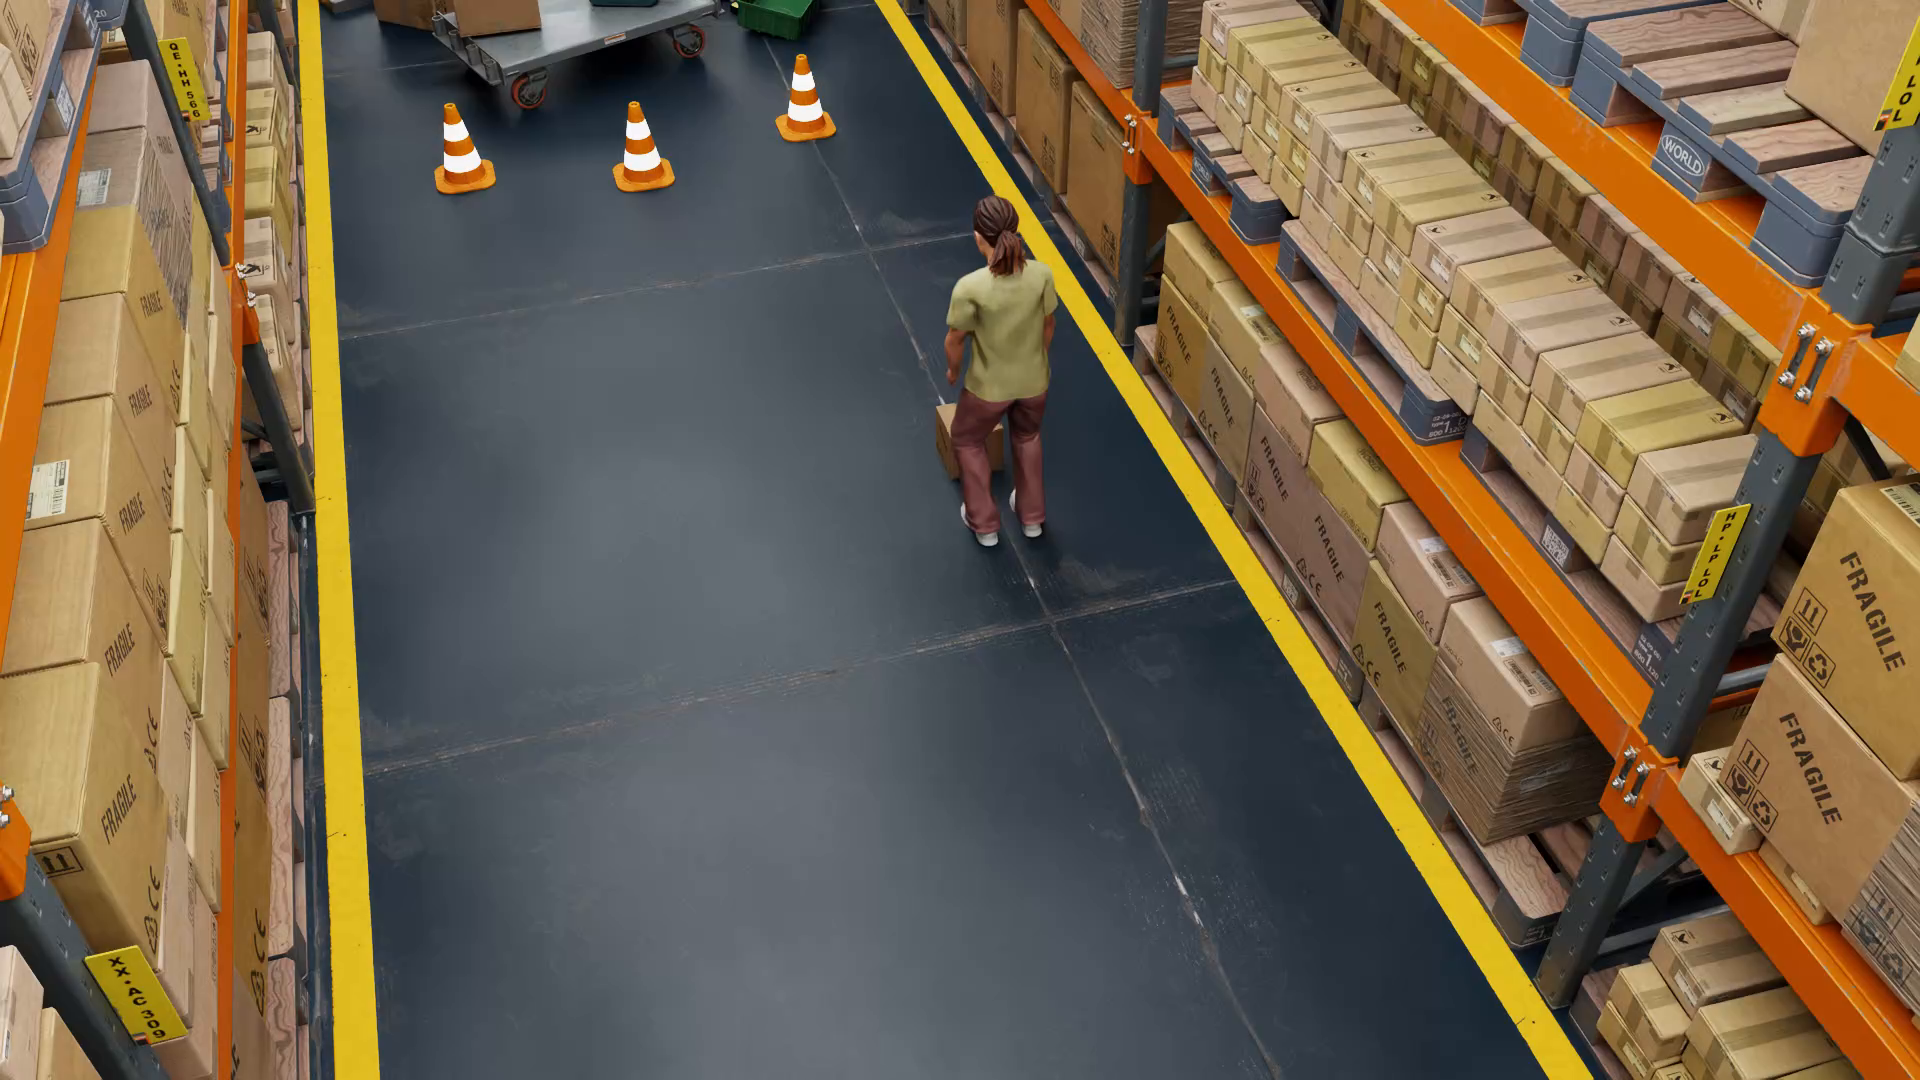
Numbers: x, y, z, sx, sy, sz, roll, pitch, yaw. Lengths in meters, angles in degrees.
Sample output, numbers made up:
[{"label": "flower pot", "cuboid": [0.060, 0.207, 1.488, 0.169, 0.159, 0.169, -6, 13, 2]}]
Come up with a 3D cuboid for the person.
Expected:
[{"label": "person", "cuboid": [0.160, -0.676, 6.945, 0.470, 1.627, 0.385, -11, 44, -12]}]
